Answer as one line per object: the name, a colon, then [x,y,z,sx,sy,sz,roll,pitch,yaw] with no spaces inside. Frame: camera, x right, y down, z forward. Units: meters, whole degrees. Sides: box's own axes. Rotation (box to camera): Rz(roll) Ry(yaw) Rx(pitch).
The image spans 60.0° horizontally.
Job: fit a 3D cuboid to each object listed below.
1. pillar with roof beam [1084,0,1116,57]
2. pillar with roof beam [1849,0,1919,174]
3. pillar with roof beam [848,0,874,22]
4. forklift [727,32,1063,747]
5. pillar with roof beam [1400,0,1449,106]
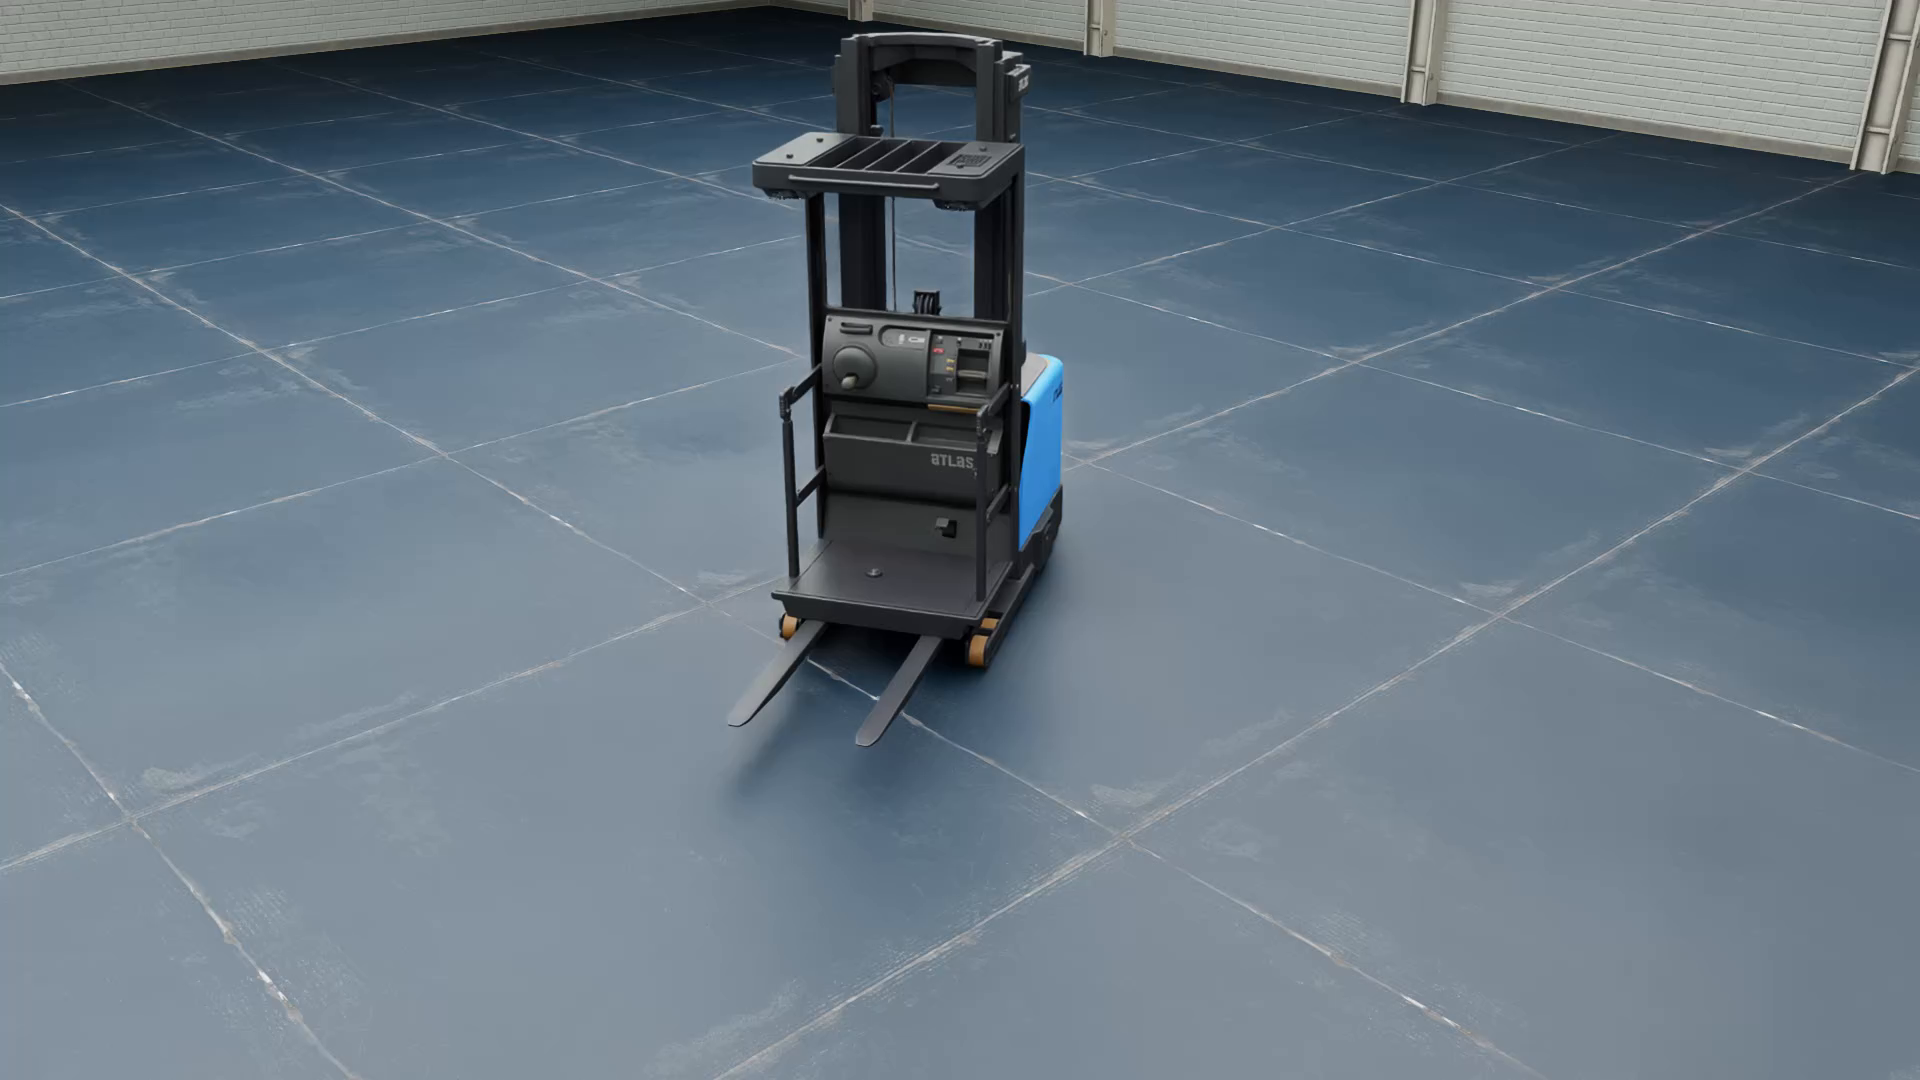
pillar with roof beam: [-0.888,-10.753,22.479,9.100,9.000,0.400,-21,32,-38]
pillar with roof beam: [7.314,-7.117,14.509,9.100,9.000,0.400,-21,32,-38]
pillar with roof beam: [-4.989,-12.571,26.463,9.100,9.000,0.400,-21,32,-38]
forklift: [-0.298,-0.874,8.134,1.130,2.935,3.031,7,25,15]
pillar with roof beam: [3.213,-8.935,18.494,9.100,9.000,0.400,-21,32,-38]
